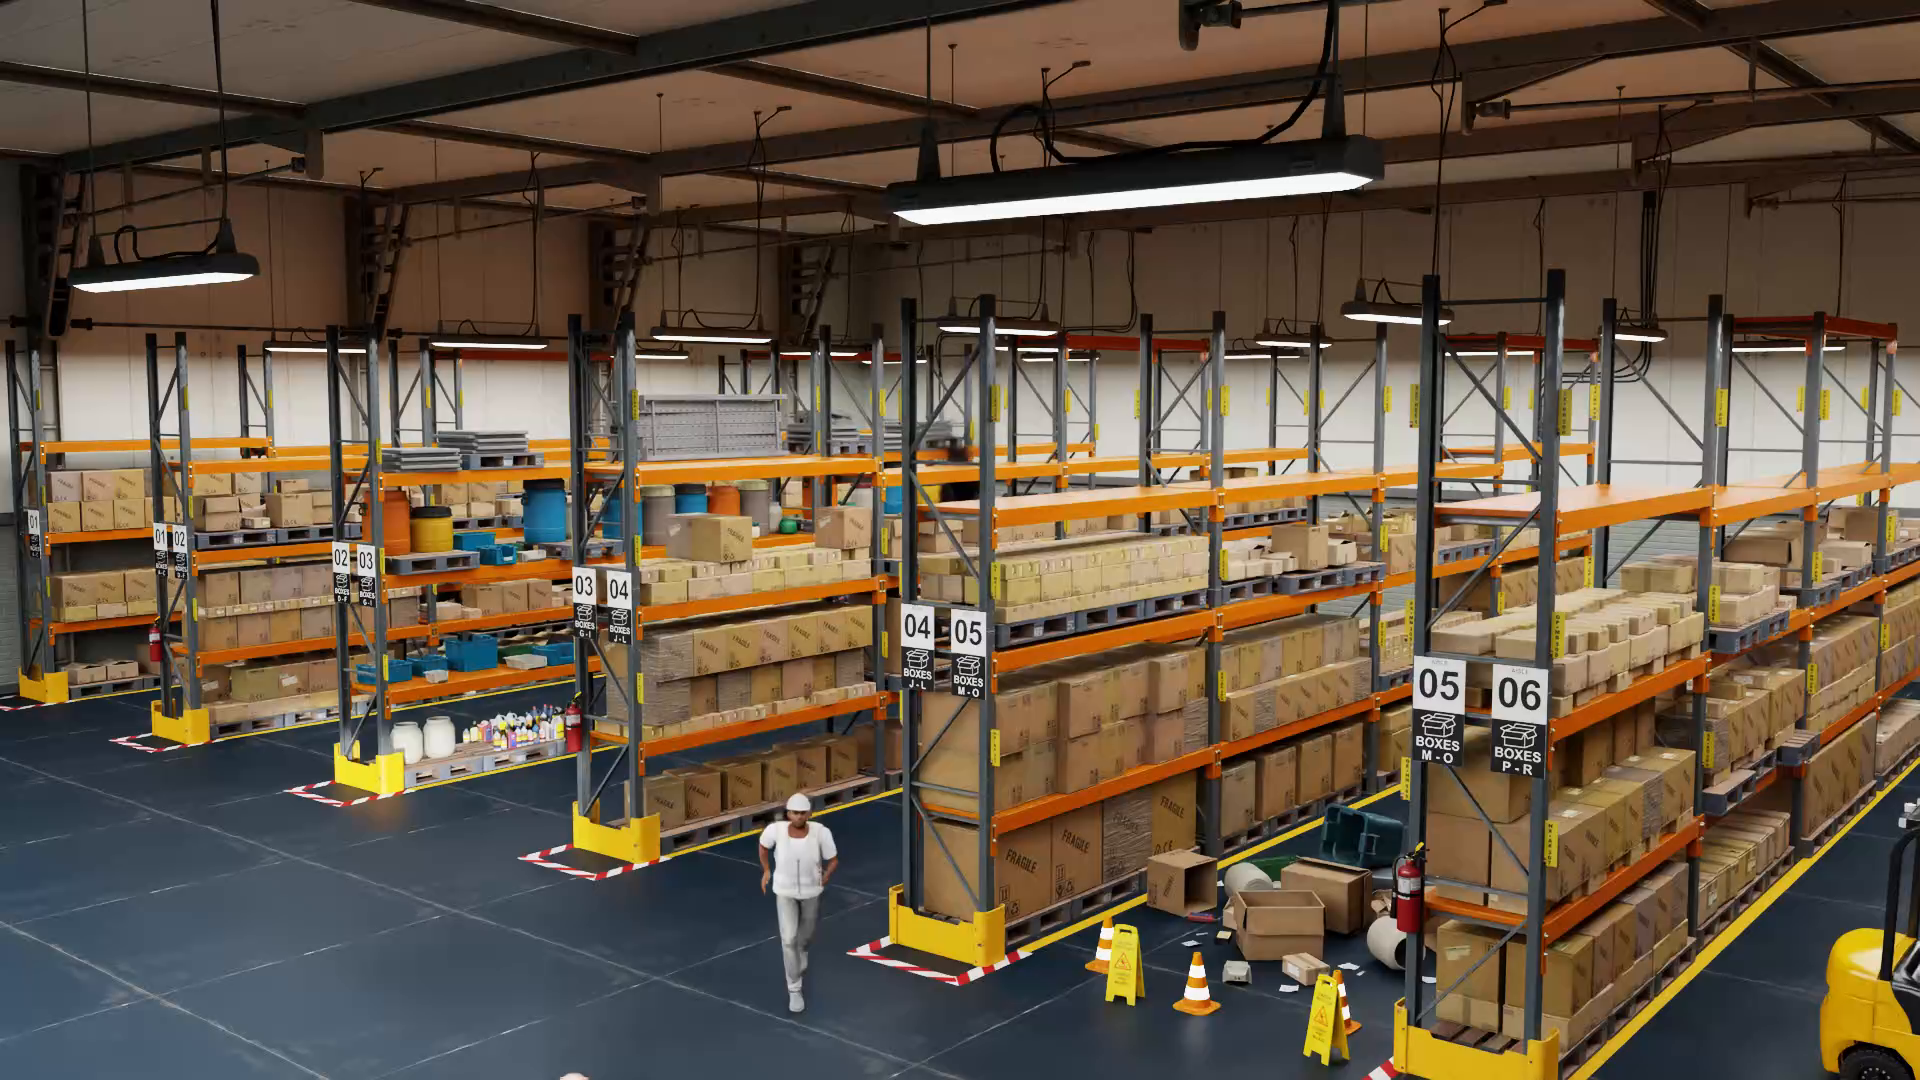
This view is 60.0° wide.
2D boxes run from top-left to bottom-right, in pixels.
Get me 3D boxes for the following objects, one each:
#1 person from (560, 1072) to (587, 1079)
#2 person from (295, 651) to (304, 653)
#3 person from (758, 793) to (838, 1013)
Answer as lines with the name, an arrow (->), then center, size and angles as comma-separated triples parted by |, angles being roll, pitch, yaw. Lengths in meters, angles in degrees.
person -> -1.931, 3.561, 8.464 | 0.708, 1.691, 0.555 | -1, 5, -13
person -> -11.331, 1.764, 28.615 | 0.631, 1.770, 0.739 | 3, 6, 29
person -> -1.379, 3.006, 14.215 | 0.657, 1.761, 0.997 | -1, 5, -11
